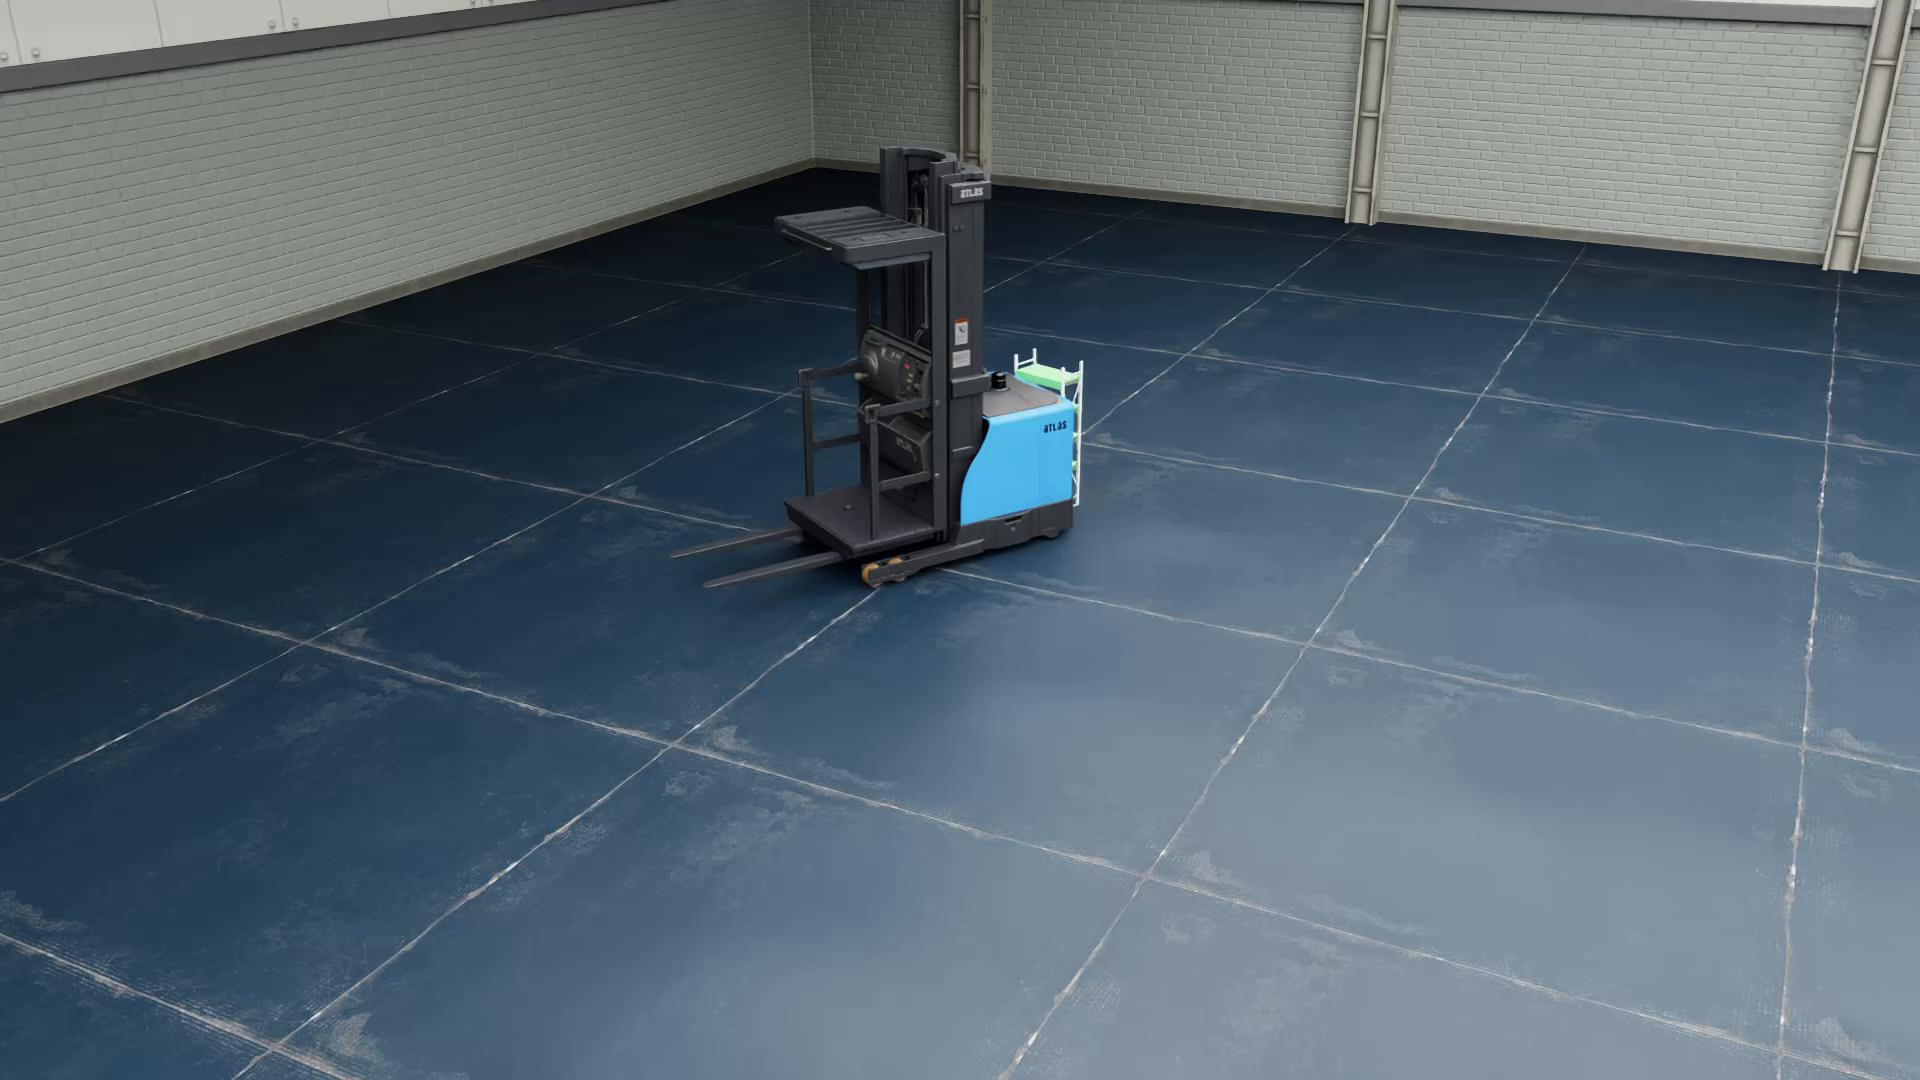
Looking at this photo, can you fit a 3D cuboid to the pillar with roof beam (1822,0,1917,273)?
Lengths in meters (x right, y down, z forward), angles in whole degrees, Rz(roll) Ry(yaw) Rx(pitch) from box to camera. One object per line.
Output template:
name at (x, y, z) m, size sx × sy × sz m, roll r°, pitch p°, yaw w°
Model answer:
pillar with roof beam at (9.003, -6.010, 15.383) m, size 0.400 × 9.000 × 9.100 m, roll 11°, pitch 25°, yaw 25°

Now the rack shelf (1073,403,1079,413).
rack shelf at (0.695, -1.036, 13.204) m, size 0.480 × 0.148 × 0.258 m, roll 21°, pitch 31°, yaw 40°

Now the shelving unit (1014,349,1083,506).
shelving unit at (0.695, -0.874, 13.273) m, size 0.503 × 1.200 × 0.258 m, roll 21°, pitch 31°, yaw 40°

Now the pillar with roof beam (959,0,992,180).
pillar with roof beam at (-1.706, -8.129, 20.365) m, size 0.400 × 9.000 × 9.100 m, roll 11°, pitch 25°, yaw 25°

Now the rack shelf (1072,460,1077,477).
rack shelf at (0.695, -0.595, 13.392) m, size 0.480 × 0.148 × 0.258 m, roll 21°, pitch 31°, yaw 40°

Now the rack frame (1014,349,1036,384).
rack frame at (0.519, -0.941, 13.429) m, size 0.015 × 1.200 × 0.240 m, roll 21°, pitch 31°, yaw 40°

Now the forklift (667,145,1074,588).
forklift at (-0.647, -1.245, 11.932) m, size 3.031 × 2.935 × 1.130 m, roll -14°, pitch 27°, yaw -30°

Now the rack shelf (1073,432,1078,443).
rack shelf at (0.695, -0.816, 13.298) m, size 0.480 × 0.148 × 0.258 m, roll 21°, pitch 31°, yaw 40°

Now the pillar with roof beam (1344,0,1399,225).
pillar with roof beam at (3.648, -7.069, 17.874) m, size 0.400 × 9.000 × 9.100 m, roll 11°, pitch 25°, yaw 25°

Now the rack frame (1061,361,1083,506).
rack frame at (0.870, -0.808, 13.117) m, size 0.015 × 1.200 × 0.240 m, roll 21°, pitch 31°, yaw 40°

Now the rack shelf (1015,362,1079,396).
rack shelf at (0.695, -1.257, 13.110) m, size 0.480 × 0.148 × 0.258 m, roll 21°, pitch 31°, yaw 40°
